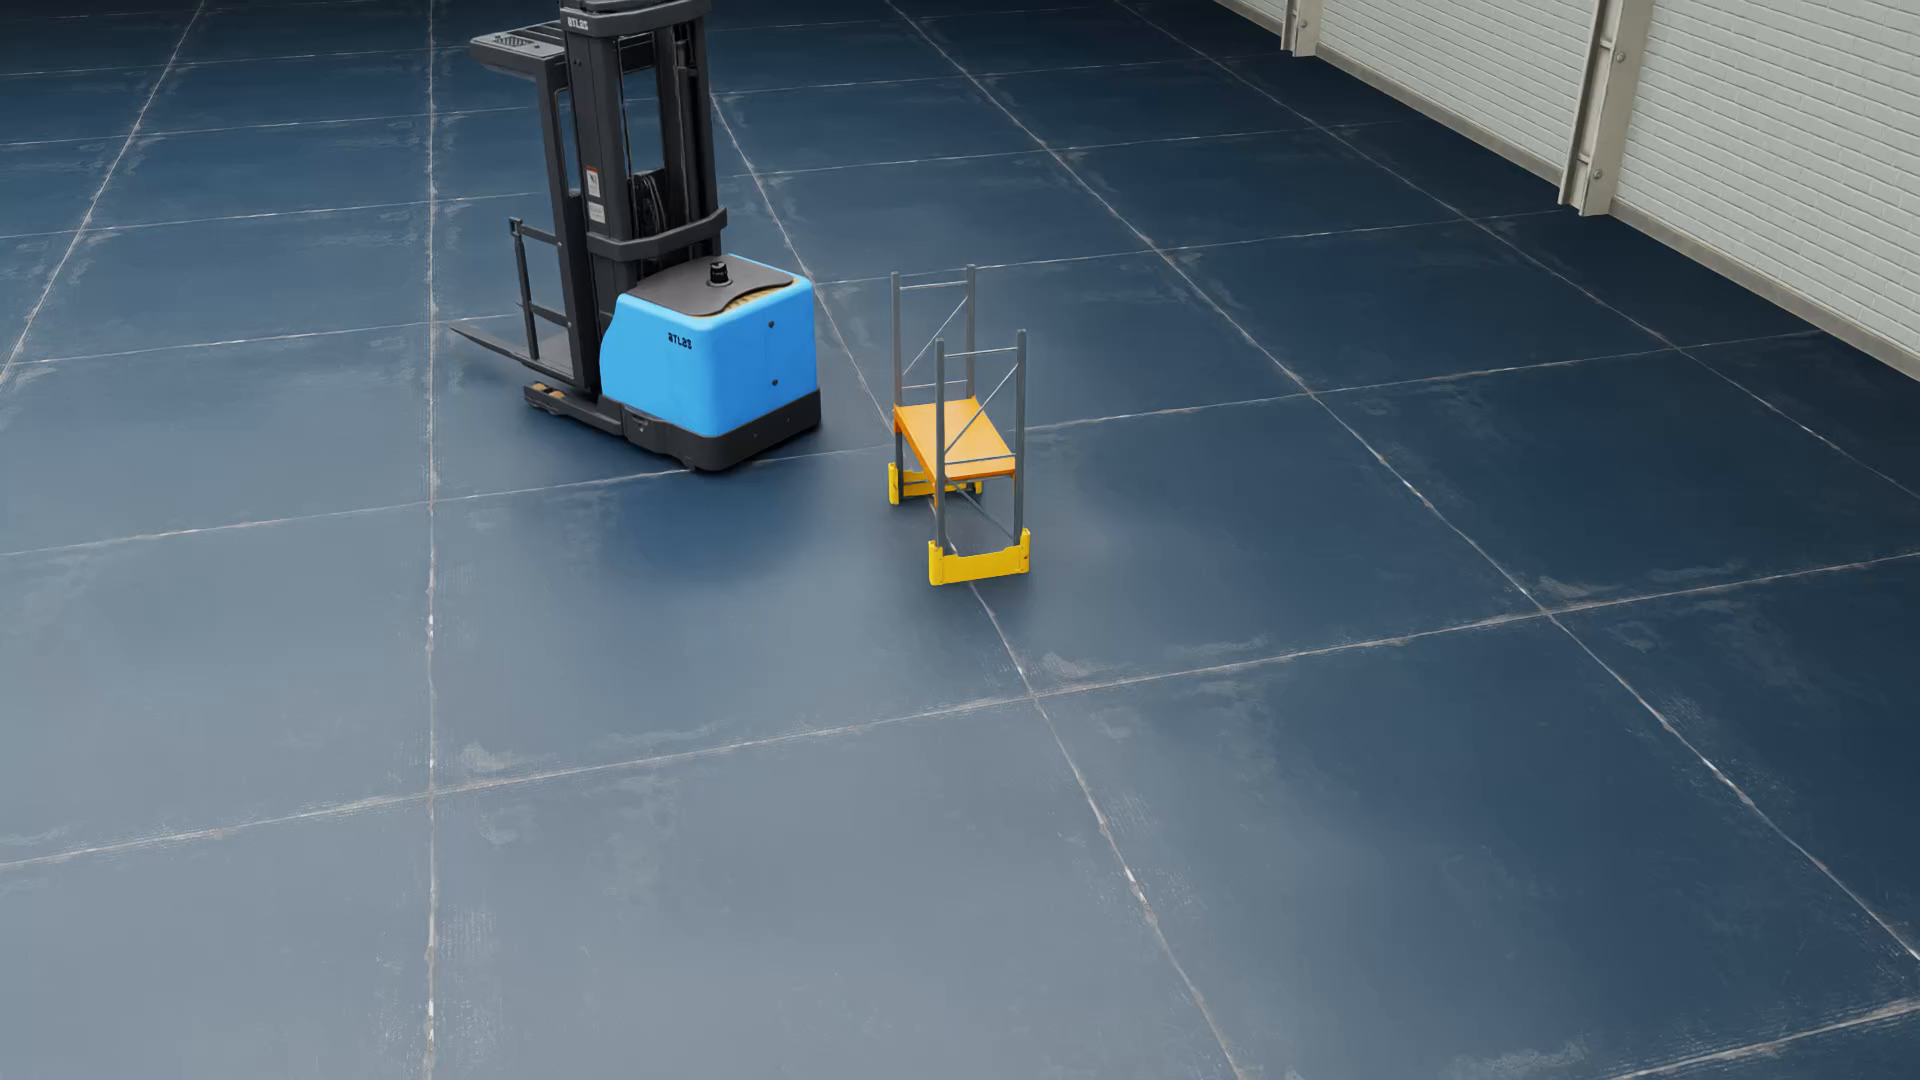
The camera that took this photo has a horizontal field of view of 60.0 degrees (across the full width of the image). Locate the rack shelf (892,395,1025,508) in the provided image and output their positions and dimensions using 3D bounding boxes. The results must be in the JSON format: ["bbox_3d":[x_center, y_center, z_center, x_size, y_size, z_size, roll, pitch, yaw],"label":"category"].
[{"bbox_3d":[-0.023,-0.535,9.767,0.538,0.185,1.000,-8,31,-13],"label":"rack shelf"}]

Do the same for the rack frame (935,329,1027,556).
[{"bbox_3d":[0.112,-0.445,9.252,0.500,1.500,0.032,-8,31,-13],"label":"rack frame"}]

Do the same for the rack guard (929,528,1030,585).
[{"bbox_3d":[0.112,0.096,9.567,0.587,0.250,0.087,-8,31,-13],"label":"rack guard"}]

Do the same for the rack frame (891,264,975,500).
[{"bbox_3d":[-0.158,-0.936,10.101,0.500,1.500,0.032,-8,31,-13],"label":"rack frame"}]

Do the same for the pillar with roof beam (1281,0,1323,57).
[{"bbox_3d":[-0.024,-9.263,17.001,9.100,9.000,0.400,-8,31,-13],"label":"pillar with roof beam"}]

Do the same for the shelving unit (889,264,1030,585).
[{"bbox_3d":[-0.020,-0.686,9.669,0.587,1.500,1.083,-8,31,-13],"label":"shelving unit"}]

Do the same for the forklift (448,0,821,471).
[{"bbox_3d":[-2.398,-2.309,11.044,3.031,2.935,1.130,22,37,33],"label":"forklift"}]

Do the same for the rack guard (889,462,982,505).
[{"bbox_3d":[-0.152,-0.386,10.398,0.587,0.250,0.087,-8,31,-13],"label":"rack guard"}]

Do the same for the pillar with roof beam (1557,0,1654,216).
[{"bbox_3d":[1.568,-6.365,11.995,9.100,9.000,0.400,-8,31,-13],"label":"pillar with roof beam"}]
